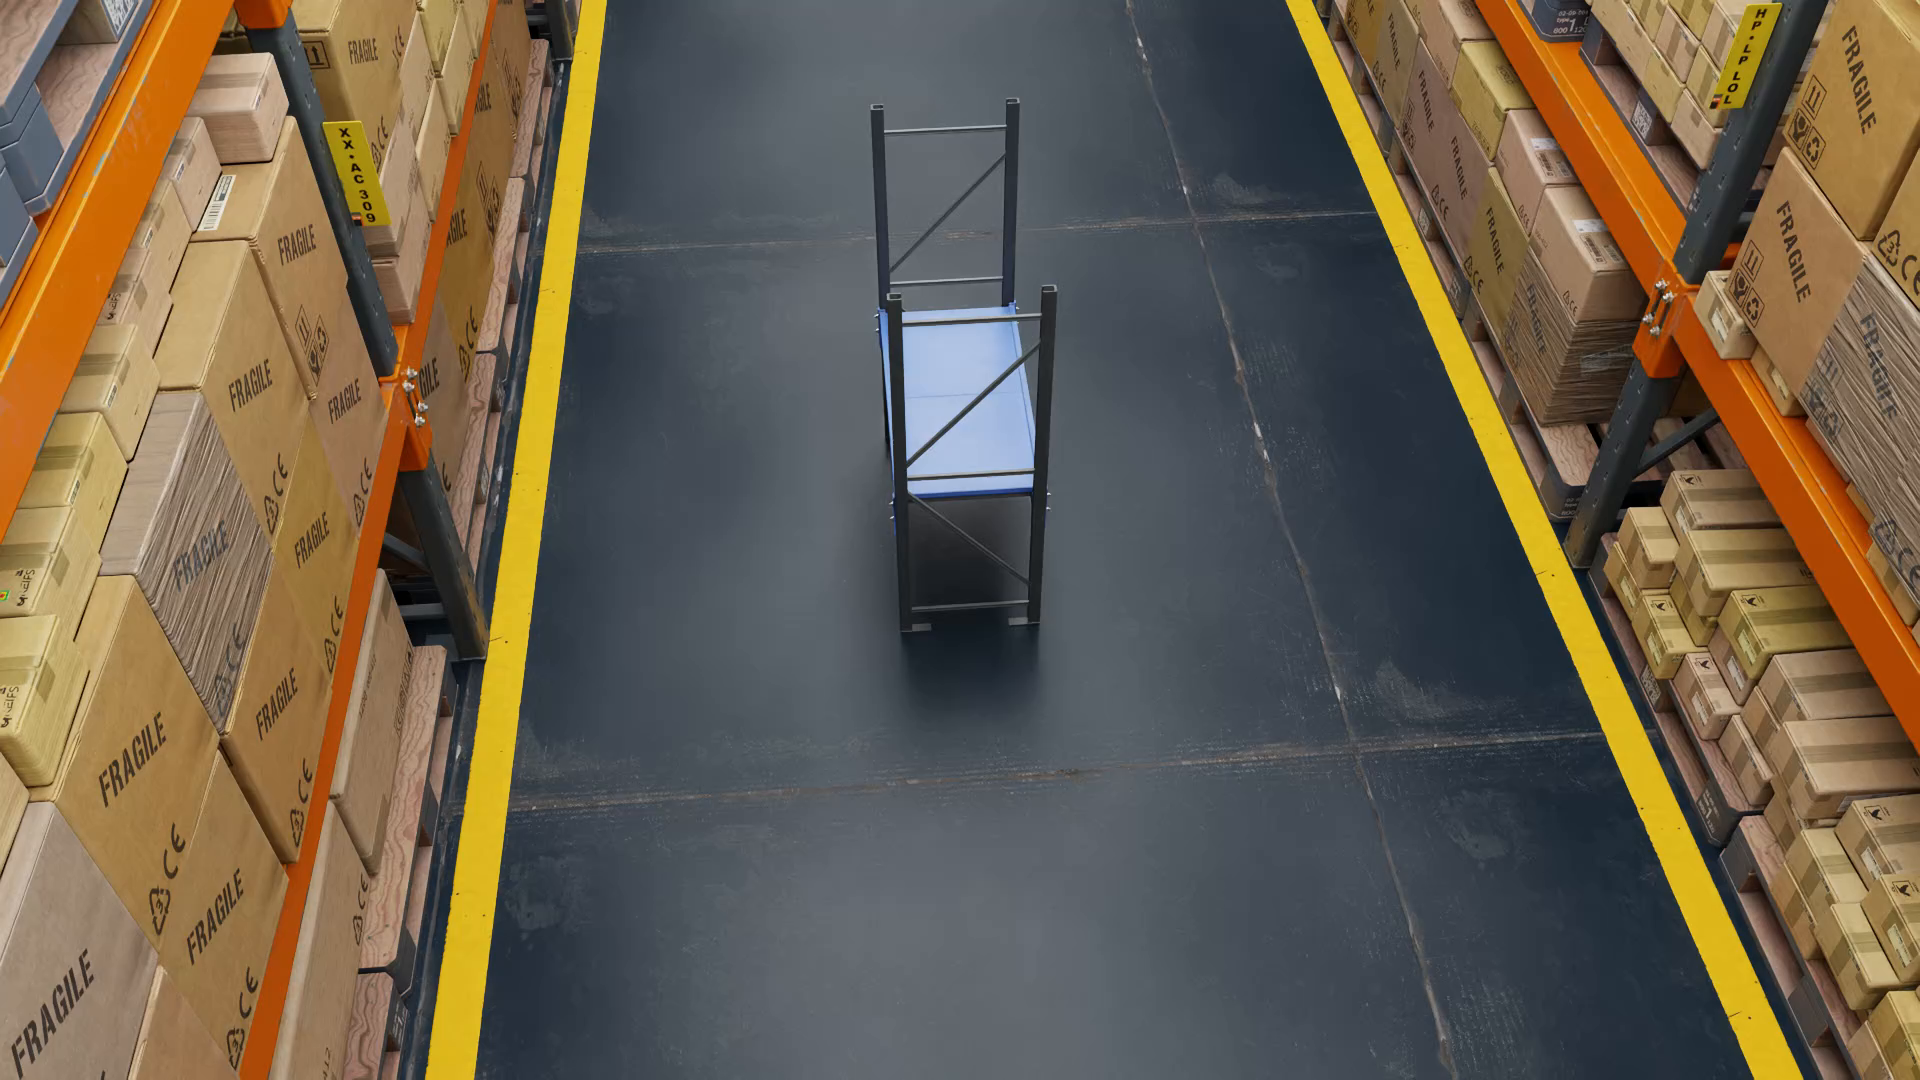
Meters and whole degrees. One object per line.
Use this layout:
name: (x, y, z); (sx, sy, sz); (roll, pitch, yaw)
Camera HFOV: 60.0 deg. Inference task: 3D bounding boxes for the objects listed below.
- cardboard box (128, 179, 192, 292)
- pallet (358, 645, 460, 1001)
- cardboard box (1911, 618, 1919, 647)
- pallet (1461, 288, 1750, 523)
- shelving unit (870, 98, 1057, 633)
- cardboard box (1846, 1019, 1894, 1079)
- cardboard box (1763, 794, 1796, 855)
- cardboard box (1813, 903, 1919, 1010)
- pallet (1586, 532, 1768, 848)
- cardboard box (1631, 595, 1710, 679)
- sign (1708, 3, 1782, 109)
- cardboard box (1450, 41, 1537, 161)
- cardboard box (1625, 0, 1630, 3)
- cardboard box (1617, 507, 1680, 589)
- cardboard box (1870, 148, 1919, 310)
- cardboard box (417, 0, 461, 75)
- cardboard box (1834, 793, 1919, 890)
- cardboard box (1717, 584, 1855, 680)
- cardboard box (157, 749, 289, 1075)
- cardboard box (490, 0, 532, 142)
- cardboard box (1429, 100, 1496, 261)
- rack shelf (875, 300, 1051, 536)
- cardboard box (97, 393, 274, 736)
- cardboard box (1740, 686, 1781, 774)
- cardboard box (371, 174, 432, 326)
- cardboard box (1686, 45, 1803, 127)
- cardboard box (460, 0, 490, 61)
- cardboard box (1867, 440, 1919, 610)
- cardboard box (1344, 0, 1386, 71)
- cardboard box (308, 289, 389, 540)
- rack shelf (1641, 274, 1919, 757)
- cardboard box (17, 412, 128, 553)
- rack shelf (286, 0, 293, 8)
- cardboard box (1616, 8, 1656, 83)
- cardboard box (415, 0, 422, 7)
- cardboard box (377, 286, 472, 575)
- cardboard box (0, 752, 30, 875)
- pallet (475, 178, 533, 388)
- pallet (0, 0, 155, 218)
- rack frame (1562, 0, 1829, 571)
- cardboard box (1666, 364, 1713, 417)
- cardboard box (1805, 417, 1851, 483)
cardboard box: (-1.900, -0.639, 3.585); (0.380, 0.149, 0.250); (-3, 47, -3)
pallet: (-2.182, 0.894, 5.258); (1.003, 0.211, 1.213); (-3, 47, -3)
cardboard box: (2.613, 0.268, 4.104); (0.380, 0.149, 0.250); (-2, 47, -2)
pallet: (2.690, -0.598, 6.671); (1.003, 0.211, 1.213); (-3, 47, -3)
shelving unit: (-0.007, -0.577, 5.764); (0.538, 1.500, 1.048); (-3, 47, -3)
cardboard box: (2.660, 1.434, 4.500); (0.380, 0.149, 0.250); (-3, 47, -3)
cardboard box: (2.690, 0.868, 5.037); (0.380, 0.149, 0.250); (-5, 47, -5)
cardboard box: (2.607, 1.136, 4.578); (0.380, 0.149, 0.250); (-3, 47, -3)
pallet: (2.848, 0.449, 5.679); (1.003, 0.211, 1.213); (-3, 47, -3)
cardboard box: (2.489, 0.318, 5.557); (0.380, 0.149, 0.250); (-2, 47, -2)
sign: (2.203, -1.355, 4.670); (0.100, 0.325, 0.005); (-3, 47, -3)
cardboard box: (2.354, -1.814, 6.818); (0.500, 0.250, 0.500); (-5, 47, -5)
cardboard box: (2.458, -1.998, 5.755); (0.380, 0.149, 0.250); (-5, 47, -5)
cardboard box: (2.468, 0.022, 5.633); (0.380, 0.149, 0.250); (-2, 47, -1)
cardboard box: (2.610, -0.759, 3.940); (0.500, 0.500, 0.500); (-5, 47, -4)
cardboard box: (-2.011, -1.818, 5.664); (0.500, 0.250, 0.500); (-3, 47, -3)
cardboard box: (2.702, 0.851, 4.643); (0.380, 0.149, 0.250); (-5, 47, -5)
cardboard box: (2.613, 0.283, 5.181); (0.380, 0.149, 0.250); (-4, 47, -4)
cardboard box: (-1.741, 0.781, 3.376); (0.500, 0.500, 0.500); (-2, 47, -2)
cardboard box: (-2.528, -2.423, 7.653); (0.875, 0.875, 0.875); (-4, 47, -4)
cardboard box: (2.362, -1.541, 7.076); (0.500, 0.500, 0.500); (-4, 47, -4)
rack shelf: (-0.007, -0.454, 5.895); (0.538, 0.185, 1.000); (-3, 47, -3)
cardboard box: (-1.767, 0.062, 3.368); (0.500, 0.500, 0.500); (-3, 47, -3)
cardboard box: (2.654, 0.569, 5.115); (0.380, 0.149, 0.250); (-6, 47, -5)
cardboard box: (-1.942, -0.902, 5.142); (0.500, 0.250, 0.500); (-4, 47, -4)
cardboard box: (2.526, -1.430, 5.217); (0.380, 0.149, 0.250); (-2, 47, -2)
cardboard box: (-2.046, -2.011, 6.192); (0.500, 0.250, 0.500); (-4, 47, -4)
cardboard box: (2.601, -0.032, 3.941); (0.500, 0.500, 0.500); (-4, 47, -4)
cardboard box: (2.226, -2.645, 8.122); (0.500, 0.500, 0.500); (-5, 47, -5)
cardboard box: (-1.874, -0.334, 4.431); (0.500, 0.500, 0.500); (-3, 47, -3)
rack shelf: (2.924, 0.701, 4.016); (1.077, 0.370, 4.000); (-3, 47, -3)
cardboard box: (-1.781, -0.089, 3.064); (0.380, 0.149, 0.250); (-4, 47, -4)
rack shelf: (-2.335, -2.851, 5.313); (1.077, 0.370, 4.000); (-3, 47, -3)
cardboard box: (2.484, -1.695, 5.673); (0.380, 0.149, 0.250); (-4, 47, -3)
cardboard box: (-2.028, -2.063, 5.380); (0.500, 0.500, 0.500); (-5, 47, -4)
cardboard box: (-2.300, -0.477, 5.810); (0.875, 0.875, 0.875); (-2, 47, -2)
cardboard box: (-1.681, 0.460, 2.544); (0.380, 0.149, 0.250); (-3, 47, -3)
pallet: (-2.413, -1.099, 7.146); (1.003, 0.211, 1.213); (-3, 47, -3)
pallet: (-2.110, -1.028, 3.153); (1.003, 0.211, 1.213); (-3, 47, -3)
rack frame: (2.756, -0.994, 5.125); (1.000, 3.000, 0.127); (-3, 47, -3)
cardboard box: (2.959, -0.829, 6.402); (0.500, 0.500, 0.500); (-2, 47, -2)
cardboard box: (2.624, -0.310, 4.651); (0.380, 0.149, 0.250); (-5, 47, -5)
